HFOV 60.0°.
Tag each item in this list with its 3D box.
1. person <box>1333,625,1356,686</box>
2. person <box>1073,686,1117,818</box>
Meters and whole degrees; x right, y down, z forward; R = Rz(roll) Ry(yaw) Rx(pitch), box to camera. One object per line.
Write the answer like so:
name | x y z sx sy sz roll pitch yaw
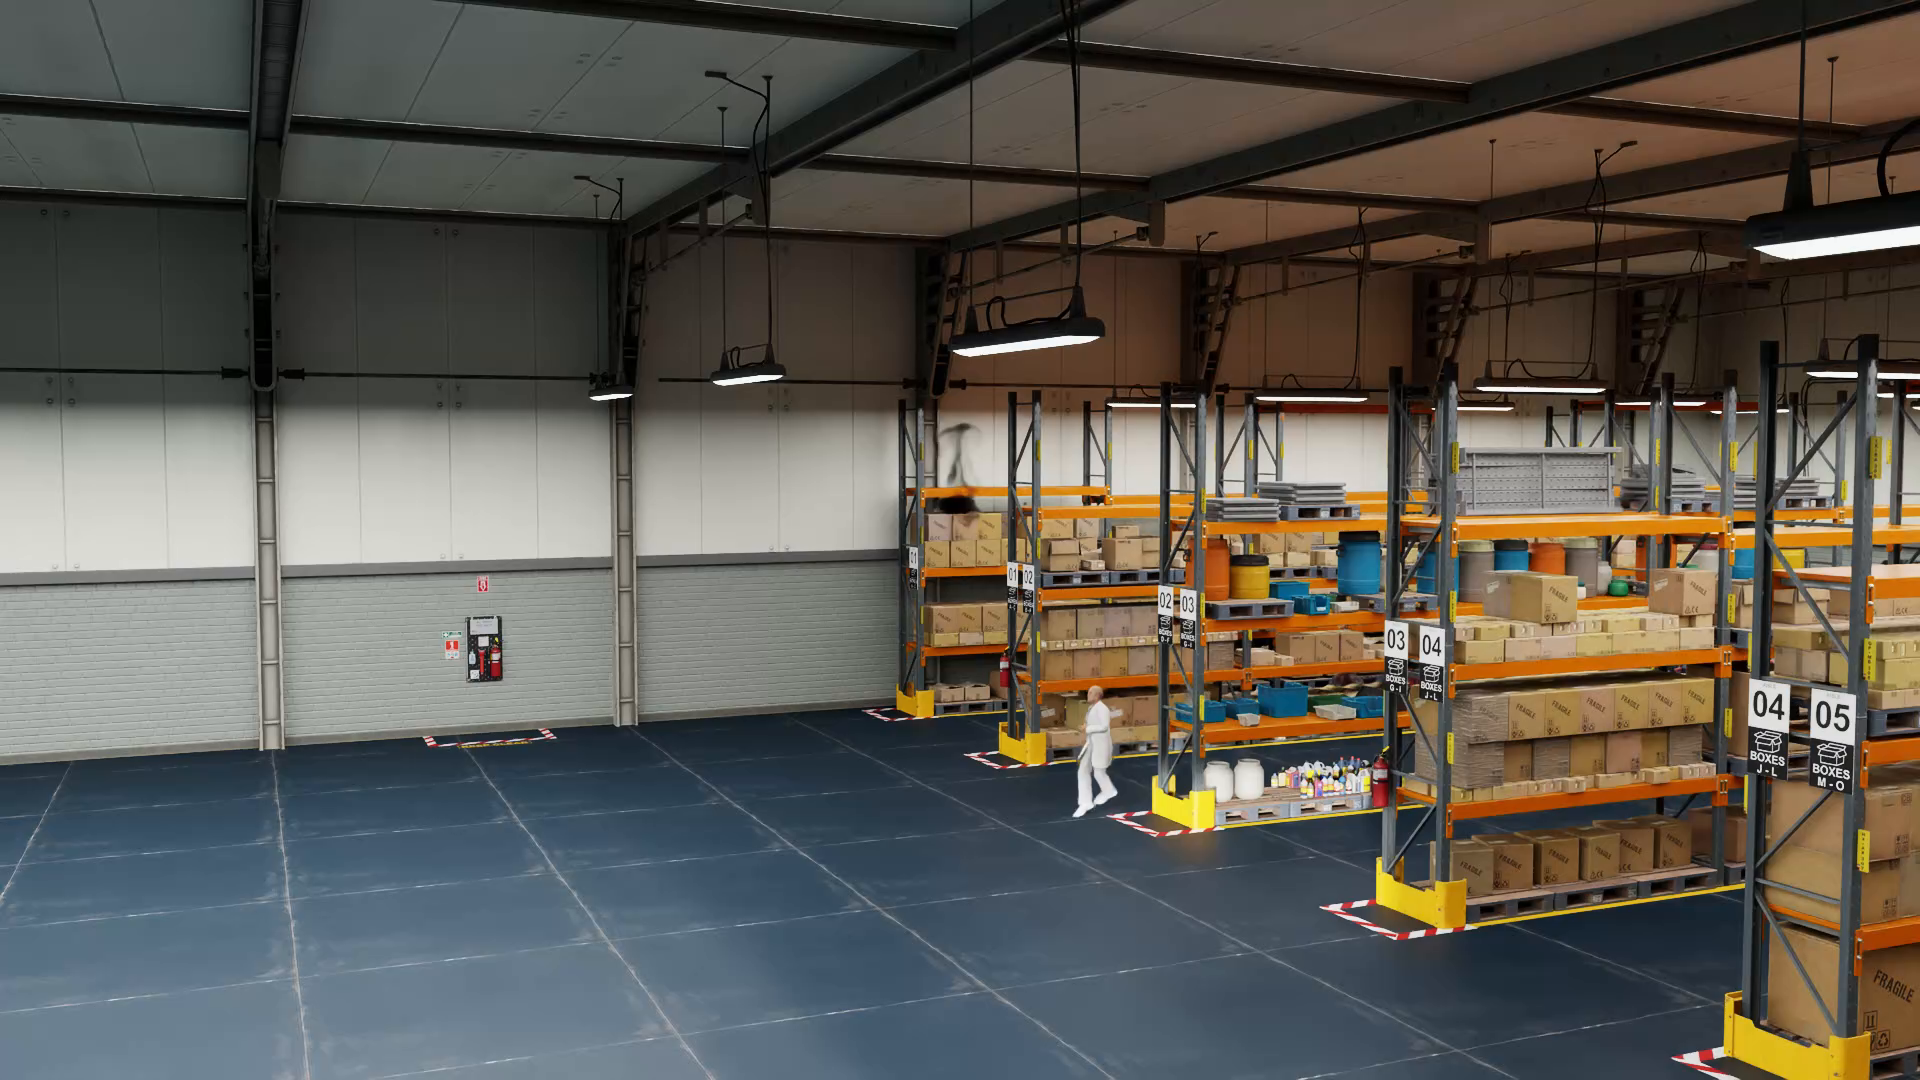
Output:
person | 7.654 2.408 32.923 0.820 1.700 0.599 -2 4 -33
person | 1.887 2.931 23.229 0.919 1.805 0.761 -2 4 -31
